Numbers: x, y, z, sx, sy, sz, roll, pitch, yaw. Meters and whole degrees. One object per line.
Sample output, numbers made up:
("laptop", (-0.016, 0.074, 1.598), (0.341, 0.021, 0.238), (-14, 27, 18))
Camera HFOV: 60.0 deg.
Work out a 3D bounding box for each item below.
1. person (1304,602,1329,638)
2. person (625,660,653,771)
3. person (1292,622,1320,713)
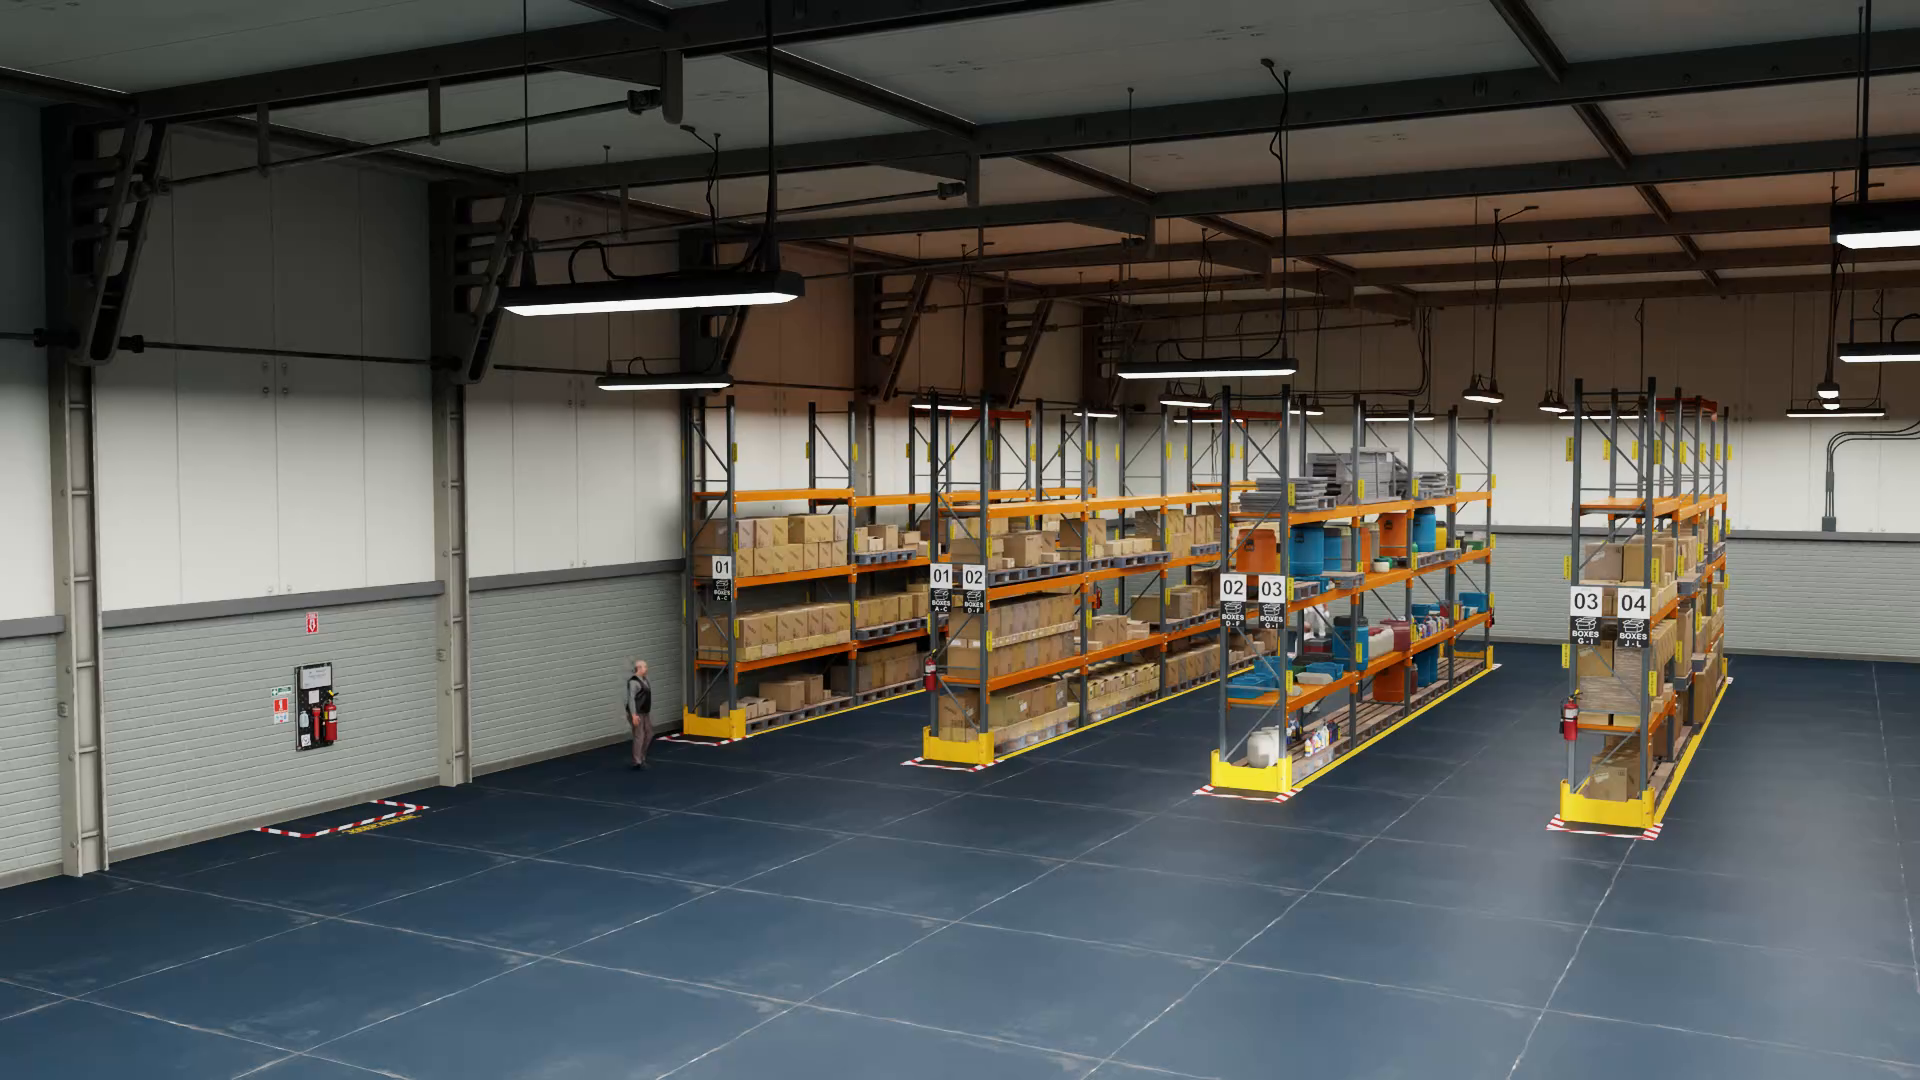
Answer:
("person", (9.173, 1.852, 42.736), (0.687, 1.738, 0.967), (0, 3, 0))
("person", (-5.085, 2.796, 26.345), (0.401, 1.790, 0.611), (1, 3, 12))
("person", (6.602, 2.443, 32.013), (0.665, 1.736, 1.108), (-2, 4, -33))
